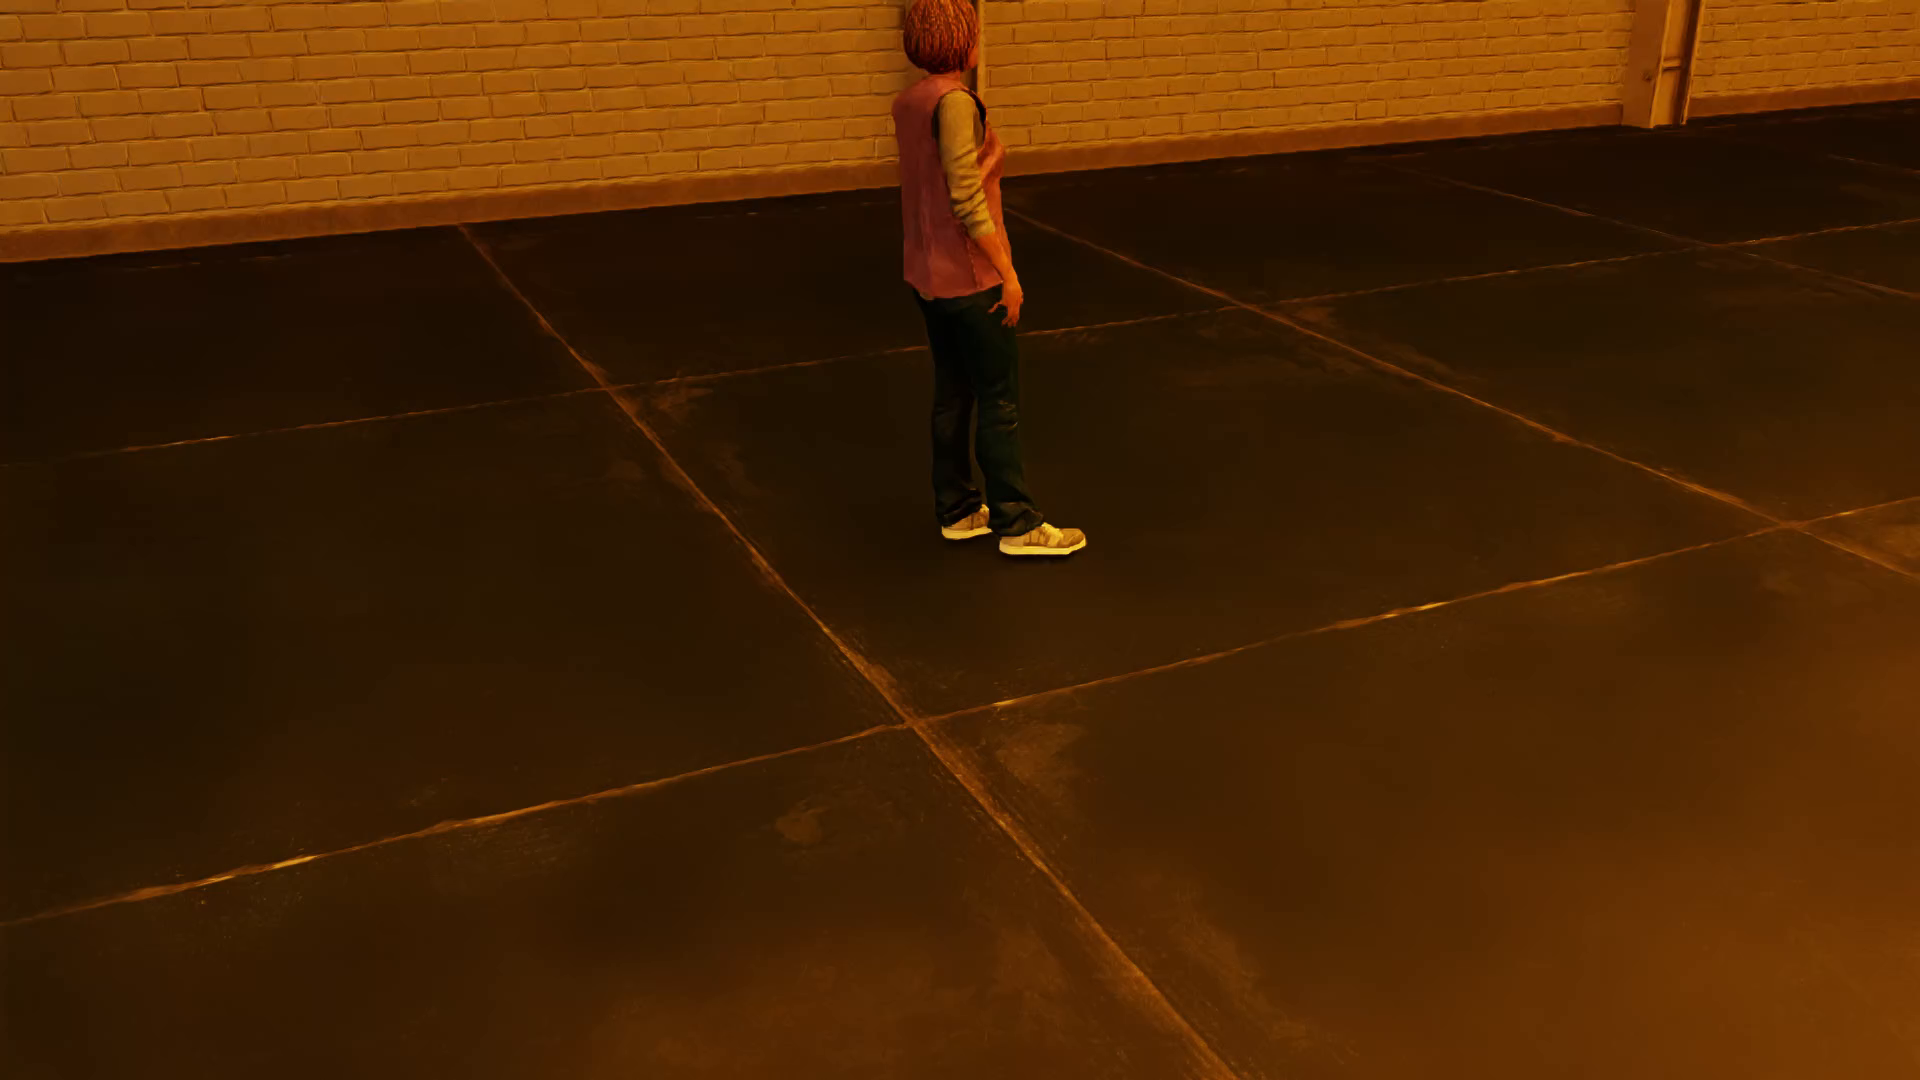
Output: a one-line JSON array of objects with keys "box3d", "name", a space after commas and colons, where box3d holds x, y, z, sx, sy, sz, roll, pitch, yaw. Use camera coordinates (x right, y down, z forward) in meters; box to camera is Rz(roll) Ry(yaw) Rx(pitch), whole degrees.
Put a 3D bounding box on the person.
[{"box3d": [0.073, -0.751, 4.815, 0.474, 1.597, 0.520, -10, 25, -23], "name": "person"}]
